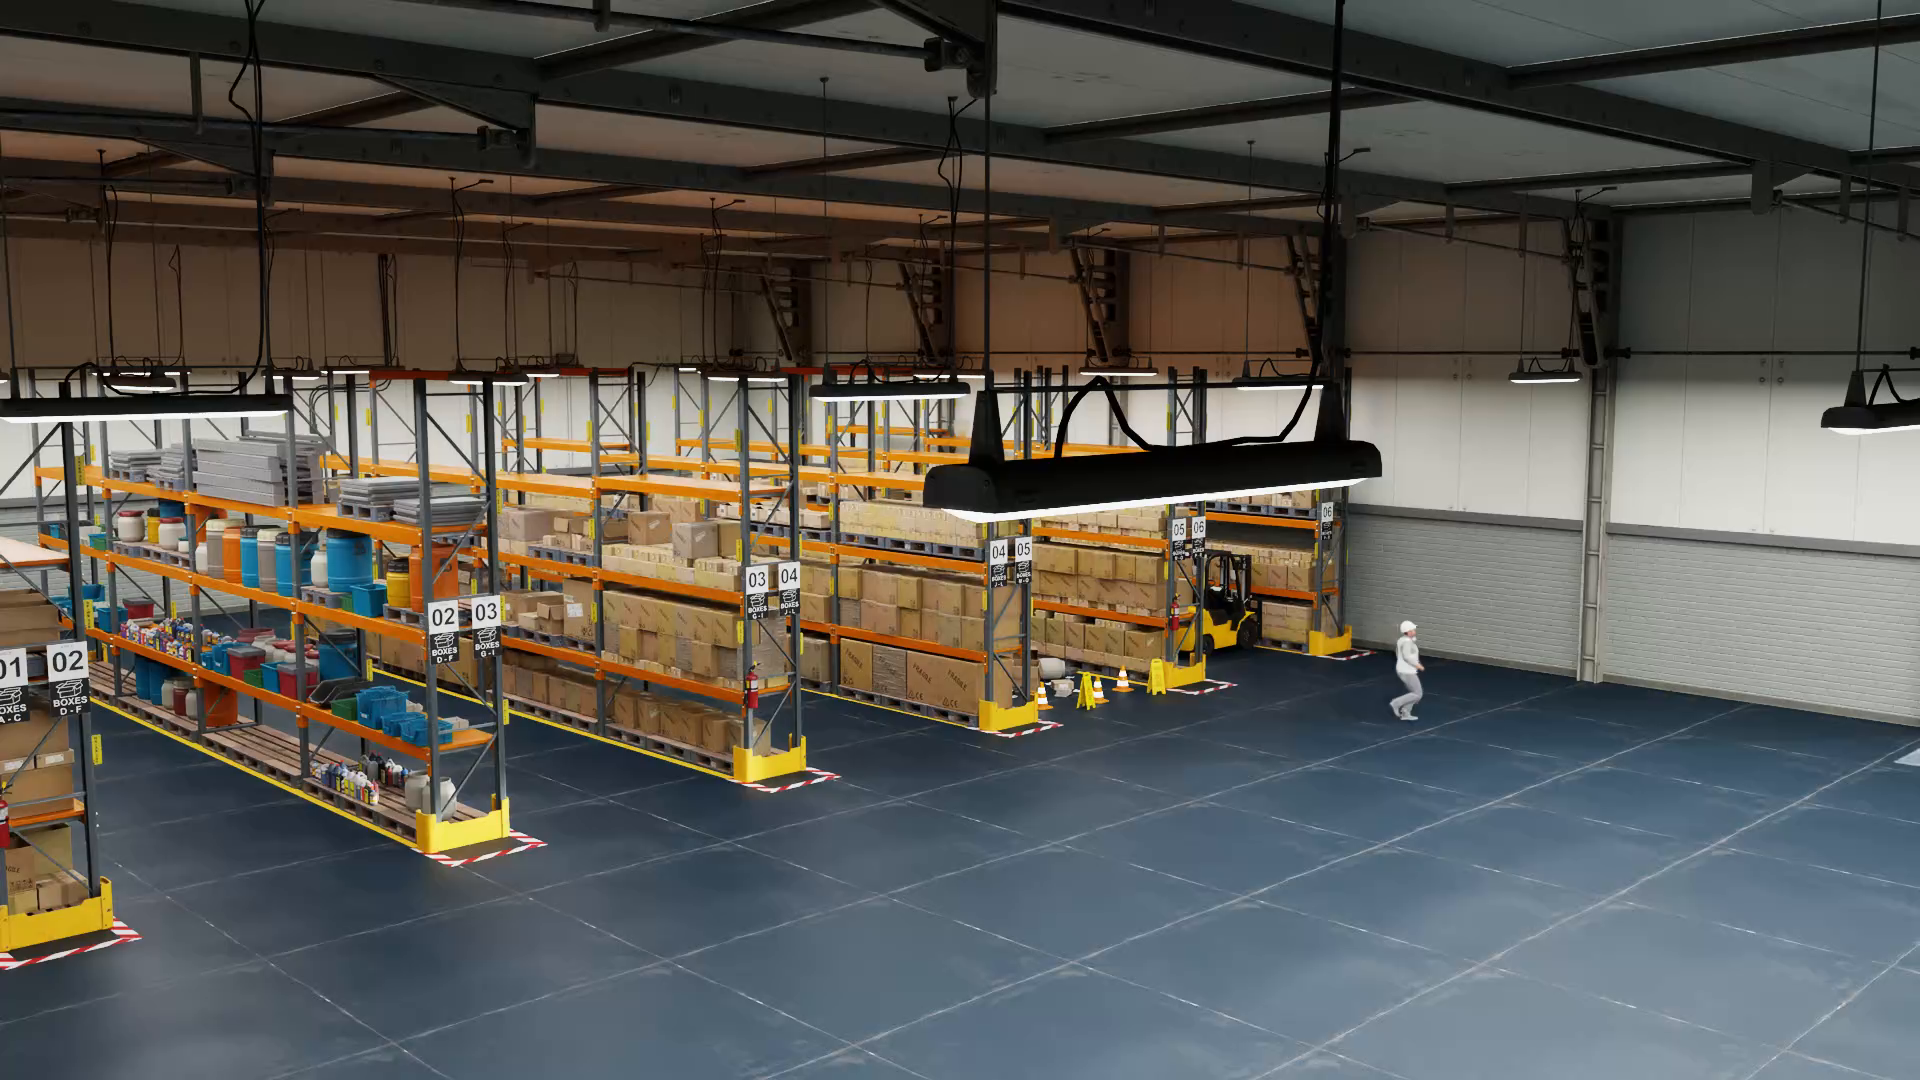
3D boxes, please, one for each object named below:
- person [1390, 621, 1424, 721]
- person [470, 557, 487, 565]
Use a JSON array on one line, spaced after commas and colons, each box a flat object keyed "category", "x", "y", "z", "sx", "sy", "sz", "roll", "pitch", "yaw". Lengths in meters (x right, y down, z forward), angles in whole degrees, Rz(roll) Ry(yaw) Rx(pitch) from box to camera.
[{"category": "person", "x": 7.669, "y": 2.250, "z": 28.575, "sx": 0.580, "sy": 1.727, "sz": 0.646, "roll": 0, "pitch": 6, "yaw": 1}, {"category": "person", "x": -11.529, "y": 0.986, "z": 39.506, "sx": 0.688, "sy": 1.731, "sz": 0.680, "roll": 3, "pitch": 7, "yaw": 24}]
